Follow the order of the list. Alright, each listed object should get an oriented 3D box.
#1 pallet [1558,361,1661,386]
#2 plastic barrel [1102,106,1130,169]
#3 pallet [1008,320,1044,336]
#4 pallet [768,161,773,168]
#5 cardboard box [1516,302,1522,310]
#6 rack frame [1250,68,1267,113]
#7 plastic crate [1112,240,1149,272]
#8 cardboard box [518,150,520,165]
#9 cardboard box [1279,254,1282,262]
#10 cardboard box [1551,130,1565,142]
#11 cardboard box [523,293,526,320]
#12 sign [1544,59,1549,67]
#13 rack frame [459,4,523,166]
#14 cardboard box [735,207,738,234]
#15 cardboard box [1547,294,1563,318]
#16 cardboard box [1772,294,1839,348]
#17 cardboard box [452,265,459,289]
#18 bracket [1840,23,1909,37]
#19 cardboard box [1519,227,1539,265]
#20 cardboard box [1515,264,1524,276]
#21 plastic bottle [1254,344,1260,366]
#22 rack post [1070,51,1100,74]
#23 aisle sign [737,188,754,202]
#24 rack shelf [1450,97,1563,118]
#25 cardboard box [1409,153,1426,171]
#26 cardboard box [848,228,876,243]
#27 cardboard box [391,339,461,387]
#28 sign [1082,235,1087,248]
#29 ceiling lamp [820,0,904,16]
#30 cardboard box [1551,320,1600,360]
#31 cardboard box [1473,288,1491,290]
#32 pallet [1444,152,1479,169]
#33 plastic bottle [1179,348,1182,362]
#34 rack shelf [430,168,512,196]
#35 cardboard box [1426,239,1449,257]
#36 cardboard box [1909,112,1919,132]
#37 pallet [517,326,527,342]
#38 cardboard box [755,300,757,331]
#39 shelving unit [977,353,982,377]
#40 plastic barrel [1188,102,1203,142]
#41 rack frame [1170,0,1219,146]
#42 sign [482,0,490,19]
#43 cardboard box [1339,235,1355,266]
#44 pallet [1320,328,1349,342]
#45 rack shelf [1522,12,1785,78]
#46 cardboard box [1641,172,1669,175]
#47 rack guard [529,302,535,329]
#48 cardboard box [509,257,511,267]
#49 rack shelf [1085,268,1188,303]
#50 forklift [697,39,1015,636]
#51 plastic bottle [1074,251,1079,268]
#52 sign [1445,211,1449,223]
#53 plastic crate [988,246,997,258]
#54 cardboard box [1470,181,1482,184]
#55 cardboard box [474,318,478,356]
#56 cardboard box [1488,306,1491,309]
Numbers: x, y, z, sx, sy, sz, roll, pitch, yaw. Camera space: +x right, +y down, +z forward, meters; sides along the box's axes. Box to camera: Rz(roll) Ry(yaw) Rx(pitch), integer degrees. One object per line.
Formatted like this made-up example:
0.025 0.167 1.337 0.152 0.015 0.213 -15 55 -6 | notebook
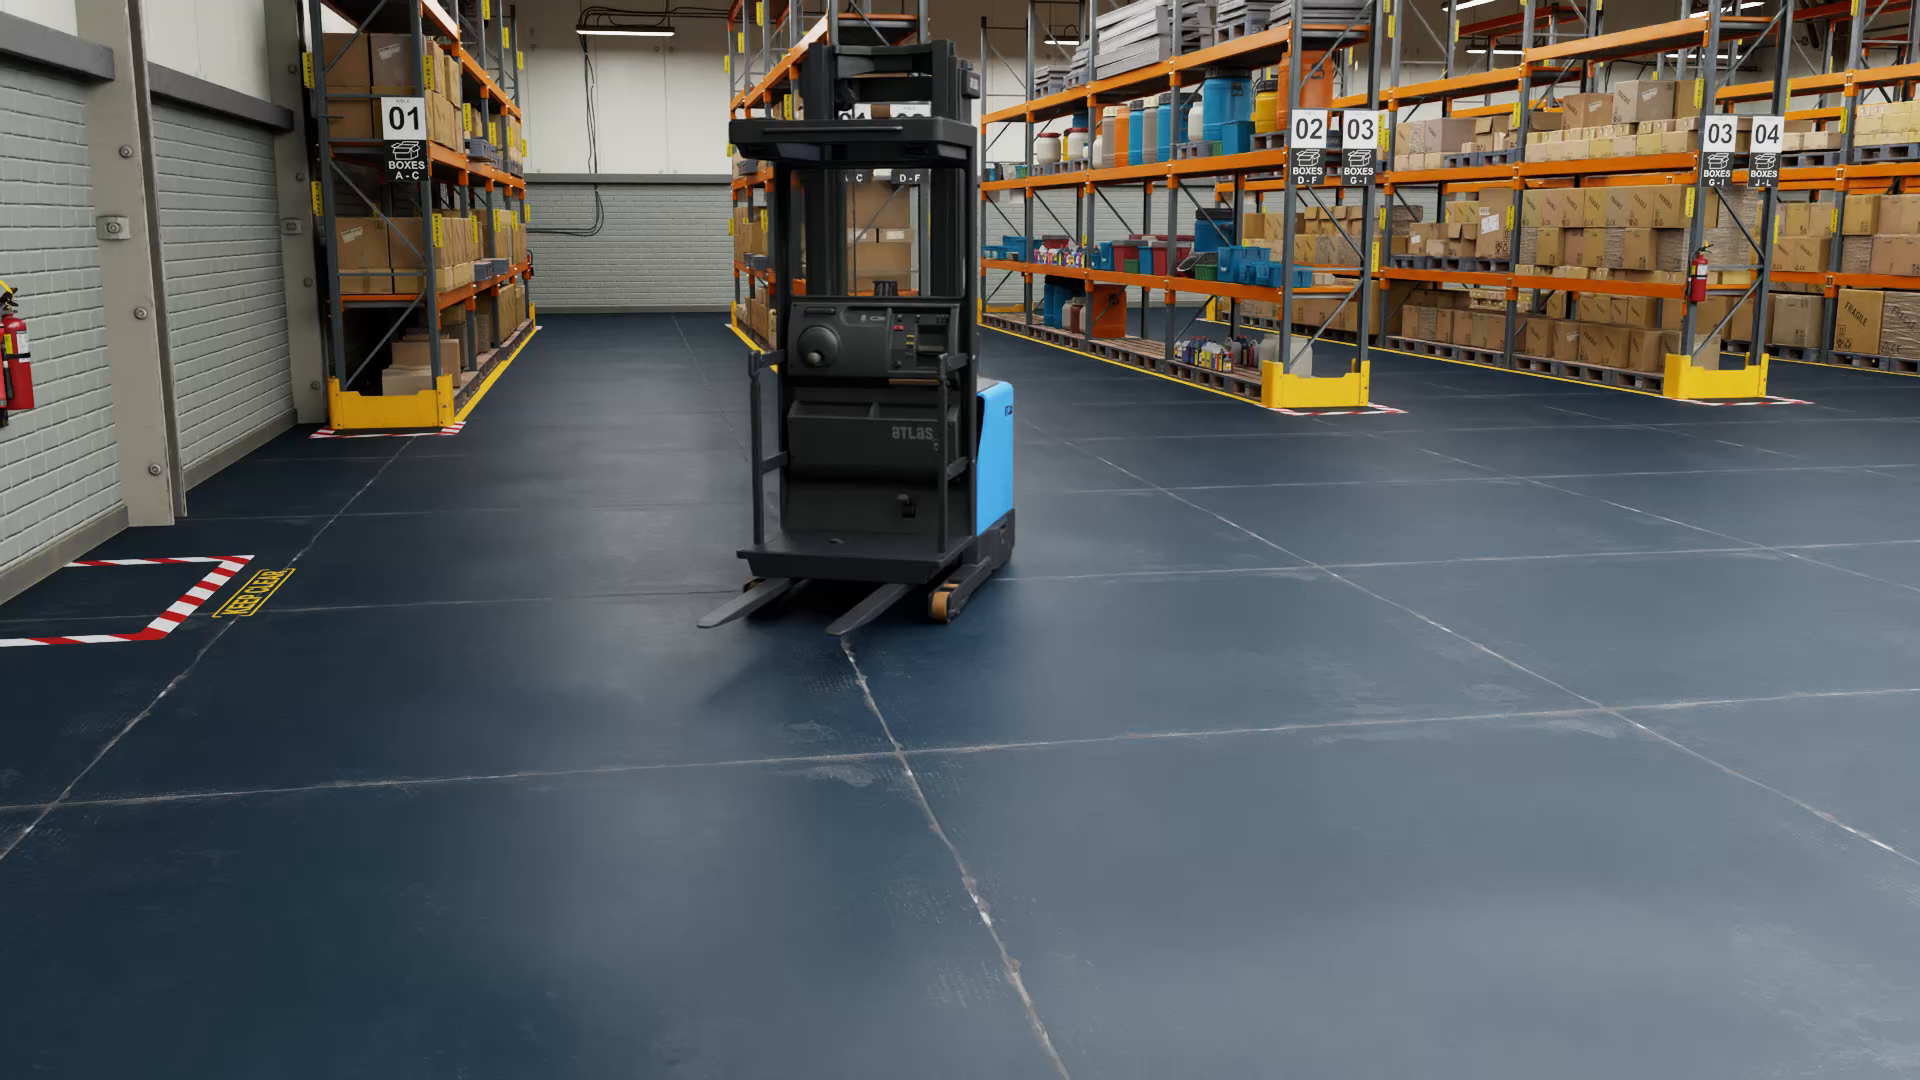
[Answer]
8.516 -2.166 21.514 1.003 0.211 1.213 -2 11 -11 | pallet
2.420 -5.997 24.820 0.600 0.901 0.600 0 11 0 | plastic barrel
1.514 -3.933 30.796 1.003 0.211 1.213 -2 11 -11 | pallet
-2.167 -5.516 24.138 1.213 0.211 1.003 -2 11 -8 | pallet
11.001 -4.559 32.332 0.380 0.149 0.250 -3 11 -14 | cardboard box
5.776 -9.030 34.074 1.000 3.000 0.127 -2 11 -11 | rack frame
2.487 -4.160 24.359 0.402 0.464 0.583 -2 11 -11 | plastic crate
-8.295 -6.978 30.325 0.500 0.250 0.500 -3 11 -13 | cardboard box
6.173 -5.270 31.036 0.380 0.149 0.250 -2 11 -11 | cardboard box
8.021 -5.310 21.886 0.380 0.149 0.250 -2 11 -11 | cardboard box
-8.566 -4.397 31.335 0.700 0.500 0.500 -2 11 -11 | cardboard box
10.903 -8.940 30.890 0.100 0.325 0.005 -2 11 -11 | sign
-8.800 -8.490 31.235 1.000 3.000 0.127 -2 11 -11 | rack frame
-4.005 -6.077 31.663 0.500 0.500 0.500 -2 11 -10 | cardboard box
11.322 -4.345 31.063 0.500 0.500 0.500 -2 11 -9 | cardboard box
12.786 -3.256 24.674 1.050 0.750 0.750 -2 11 -11 | cardboard box
-5.680 -2.834 17.911 0.500 0.250 0.500 -2 11 -12 | cardboard box
20.961 -11.303 36.387 0.076 0.066 4.783 -2 11 -11 | bracket
8.137 -3.993 22.590 0.875 0.500 0.500 -2 11 -11 | cardboard box
7.856 -3.709 22.831 0.380 0.149 0.250 -2 11 -11 | cardboard box
3.787 -2.348 21.120 0.152 0.276 0.135 -2 11 -10 | plastic bottle
2.292 -7.477 26.117 0.954 0.300 0.937 -2 11 -11 | rack post
-4.243 -7.003 32.513 0.394 0.787 0.004 -2 11 -11 | aisle sign
11.050 -8.470 33.065 1.077 0.370 4.000 -2 11 -11 | rack shelf
7.273 -5.826 25.664 0.500 0.250 0.500 -2 11 -10 | cardboard box
-1.091 -3.220 17.590 0.380 0.149 0.250 -2 11 -12 | cardboard box
-5.939 -1.968 18.521 0.700 0.500 0.500 -3 11 -15 | cardboard box
2.235 -5.325 29.912 0.100 0.325 0.005 -2 11 -11 | sign
-2.009 -12.121 34.700 2.000 3.185 0.800 -2 11 -11 | ceiling lamp
8.267 -2.681 22.323 0.500 0.500 0.500 1 11 7 | cardboard box
11.005 -5.207 34.943 0.380 0.149 0.250 -2 11 -10 | cardboard box
7.889 -5.571 24.423 1.213 0.211 1.003 -2 11 -11 | pallet
2.923 -2.432 21.760 0.097 0.201 0.097 0 11 0 | plastic bottle
-7.634 -5.563 25.801 1.077 0.370 4.000 -2 11 -11 | rack shelf
7.432 -4.433 25.242 0.500 0.250 0.500 -2 11 -13 | cardboard box
13.013 -5.561 22.083 0.500 0.250 0.500 -2 11 -12 | cardboard box
-8.094 -3.582 28.950 1.003 0.211 1.213 -2 11 -11 | pallet
-3.194 -3.783 28.060 0.500 0.500 0.500 -2 11 -10 | cardboard box
-0.032 -0.620 10.744 0.258 1.200 0.503 -2 11 -11 | shelving unit
3.142 -5.351 21.343 0.421 0.512 0.421 0 11 0 | plastic barrel
3.251 -6.649 21.565 1.000 3.000 0.127 -2 11 -11 | rack frame
-6.714 -7.542 23.545 0.100 0.325 0.005 -2 11 -11 | sign
6.797 -4.933 28.327 0.500 0.500 0.500 -2 11 -13 | cardboard box
7.018 -3.617 29.135 1.003 0.211 1.213 -2 11 -11 | pallet
8.499 -6.108 20.652 1.077 0.370 4.000 -2 11 -11 | rack shelf
11.856 -6.396 27.989 0.500 0.500 0.500 -2 11 -11 | cardboard box
-8.805 -4.319 32.053 1.175 0.500 0.348 -2 11 -11 | rack guard
-7.492 -4.503 26.951 0.380 0.149 0.250 -2 11 -11 | cardboard box
2.862 -3.716 24.120 1.077 0.370 4.000 -2 11 -11 | rack shelf
-0.507 -1.095 8.609 1.130 2.935 3.031 3 11 13 | forklift
1.889 -4.531 26.825 0.097 0.271 0.097 0 11 0 | plastic bottle
7.862 -5.167 26.938 0.100 0.325 0.005 -2 11 -11 | sign
0.770 -5.672 32.764 0.416 0.233 0.300 -2 11 -11 | plastic crate
10.708 -7.363 33.736 0.500 0.250 0.500 -2 11 -13 | cardboard box
-6.943 -2.745 22.604 0.700 0.500 0.500 -2 11 -11 | cardboard box
10.842 -4.617 33.433 0.380 0.149 0.250 -2 11 -10 | cardboard box
